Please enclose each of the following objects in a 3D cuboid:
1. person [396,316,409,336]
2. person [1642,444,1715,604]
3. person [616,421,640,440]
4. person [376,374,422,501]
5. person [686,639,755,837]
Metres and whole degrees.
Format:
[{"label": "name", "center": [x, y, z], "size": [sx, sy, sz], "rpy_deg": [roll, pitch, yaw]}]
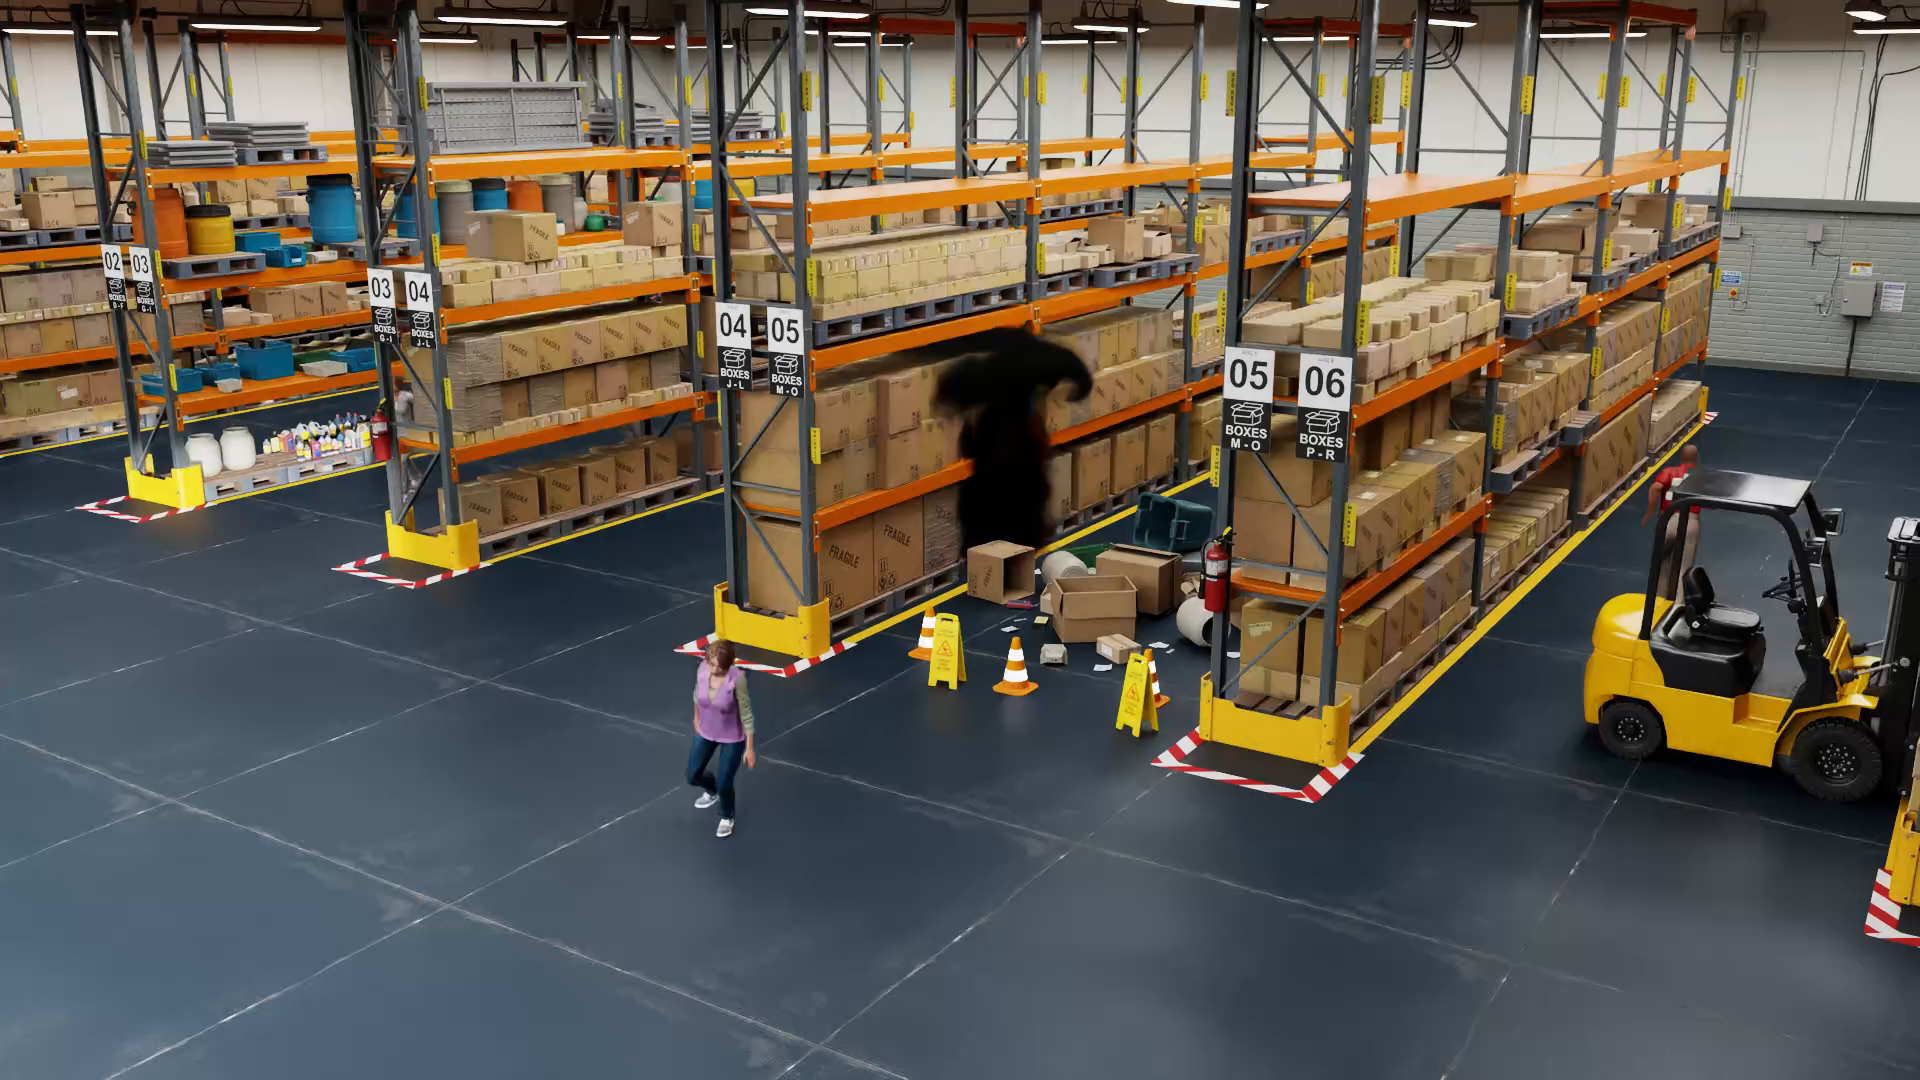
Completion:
[{"label": "person", "center": [-11.261, -4.903, 33.730], "size": [0.586, 1.730, 0.706], "rpy_deg": [9, 18, 28]}, {"label": "person", "center": [7.046, -0.069, 16.334], "size": [0.665, 1.707, 1.002], "rpy_deg": [8, 17, 26]}, {"label": "person", "center": [-4.700, -2.046, 23.453], "size": [0.618, 1.677, 0.639], "rpy_deg": [10, 18, 32]}, {"label": "person", "center": [-6.970, -1.281, 20.773], "size": [0.499, 1.625, 0.819], "rpy_deg": [3, 16, 11]}, {"label": "person", "center": [-1.647, 1.353, 11.535], "size": [0.661, 1.502, 0.606], "rpy_deg": [6, 17, 19]}]
